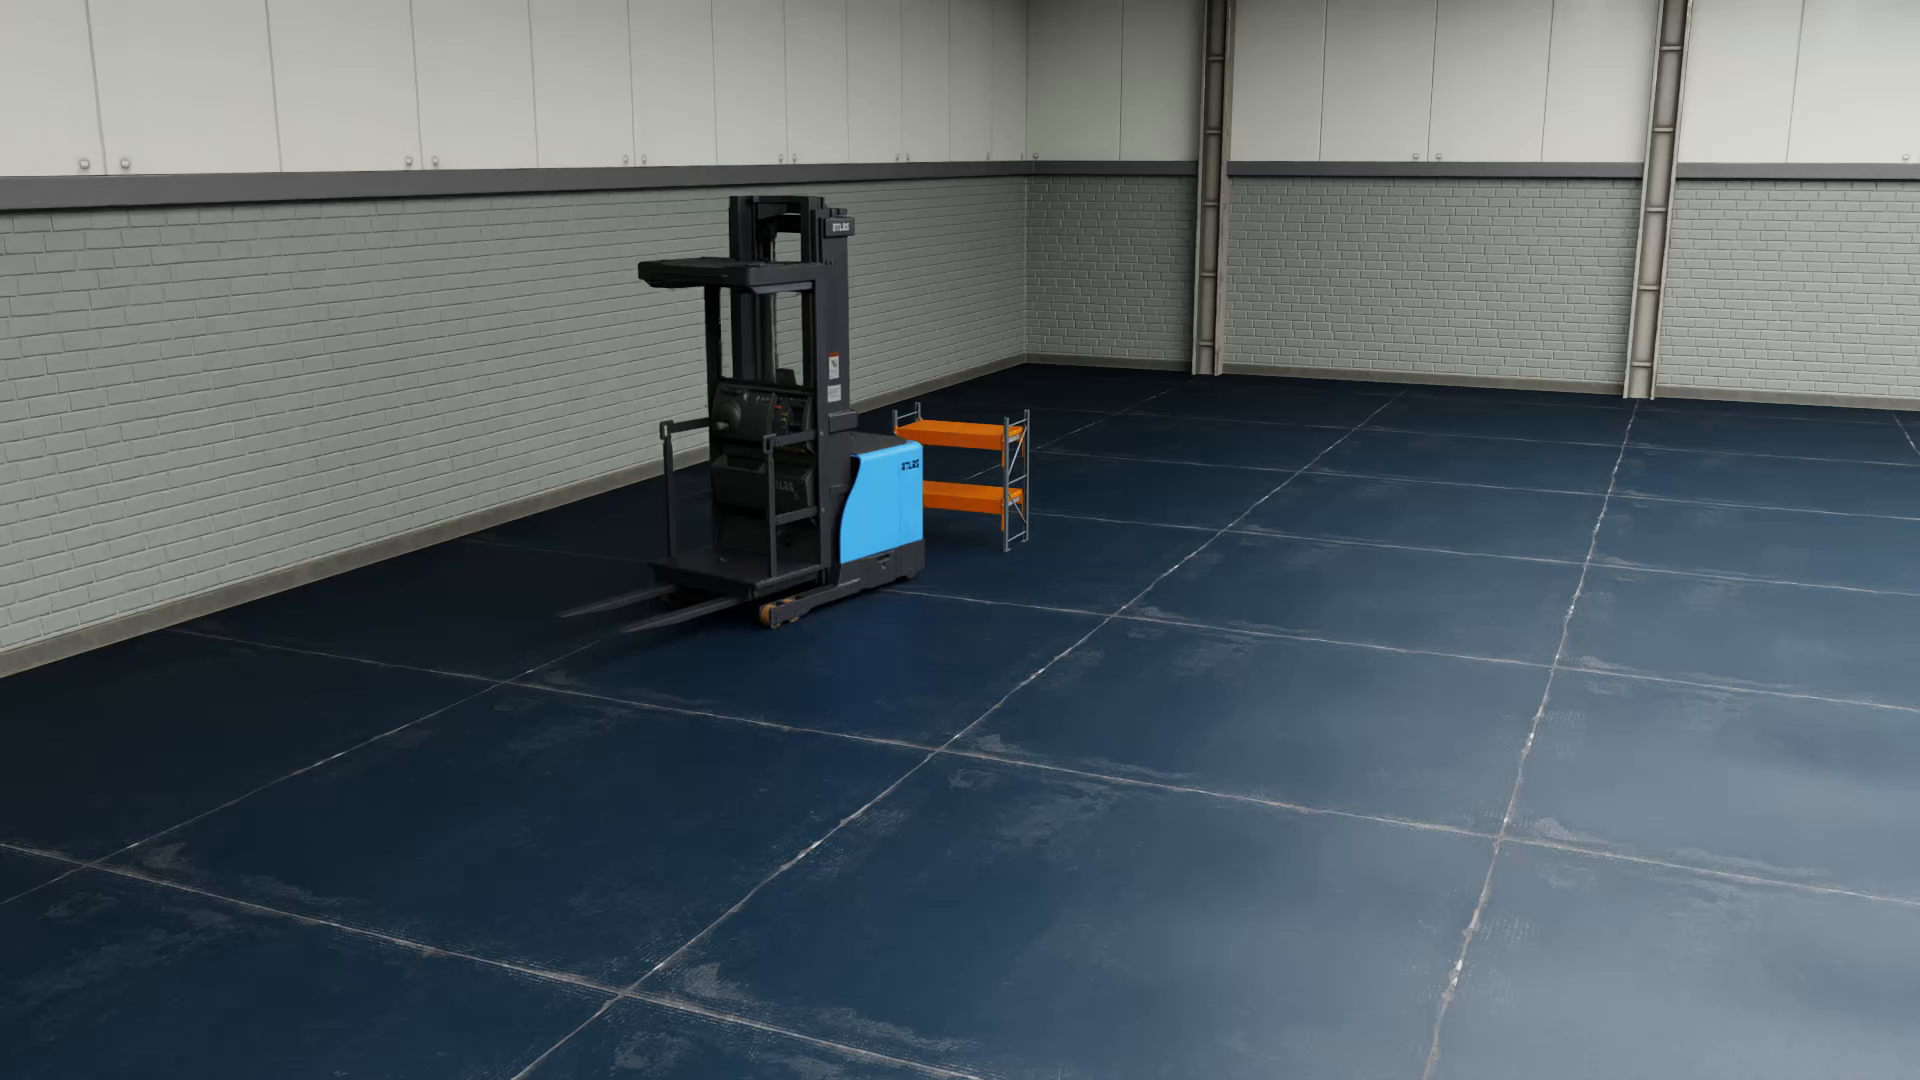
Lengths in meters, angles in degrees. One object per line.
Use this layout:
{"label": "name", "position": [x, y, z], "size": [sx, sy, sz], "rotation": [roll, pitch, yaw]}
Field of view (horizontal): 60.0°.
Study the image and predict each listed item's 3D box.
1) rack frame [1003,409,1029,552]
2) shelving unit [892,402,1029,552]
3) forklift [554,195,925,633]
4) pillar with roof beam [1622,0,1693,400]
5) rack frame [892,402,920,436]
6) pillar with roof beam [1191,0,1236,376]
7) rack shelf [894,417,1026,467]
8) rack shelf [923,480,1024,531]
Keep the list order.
{"label": "rack frame", "position": [0.471, -0.500, 13.923], "size": [0.032, 1.125, 0.500], "rotation": [6, 14, 23]}
{"label": "shelving unit", "position": [0.006, -0.547, 14.124], "size": [1.048, 1.125, 0.538], "rotation": [6, 14, 23]}
{"label": "forklift", "position": [-1.551, -0.937, 11.831], "size": [1.130, 2.935, 3.031], "rotation": [10, 16, 35]}
{"label": "pillar with roof beam", "position": [7.435, -5.413, 17.623], "size": [0.400, 9.000, 9.100], "rotation": [6, 14, 23]}
{"label": "rack frame", "position": [-0.459, -0.594, 14.324], "size": [0.032, 1.125, 0.500], "rotation": [6, 14, 23]}
{"label": "pillar with roof beam", "position": [1.949, -5.968, 19.989], "size": [0.400, 9.000, 9.100], "rotation": [6, 14, 23]}
{"label": "rack shelf", "position": [0.006, -0.832, 14.057], "size": [1.000, 0.278, 0.538], "rotation": [6, 14, 23]}
{"label": "rack shelf", "position": [0.006, -0.309, 14.180], "size": [1.000, 0.278, 0.538], "rotation": [6, 14, 23]}
